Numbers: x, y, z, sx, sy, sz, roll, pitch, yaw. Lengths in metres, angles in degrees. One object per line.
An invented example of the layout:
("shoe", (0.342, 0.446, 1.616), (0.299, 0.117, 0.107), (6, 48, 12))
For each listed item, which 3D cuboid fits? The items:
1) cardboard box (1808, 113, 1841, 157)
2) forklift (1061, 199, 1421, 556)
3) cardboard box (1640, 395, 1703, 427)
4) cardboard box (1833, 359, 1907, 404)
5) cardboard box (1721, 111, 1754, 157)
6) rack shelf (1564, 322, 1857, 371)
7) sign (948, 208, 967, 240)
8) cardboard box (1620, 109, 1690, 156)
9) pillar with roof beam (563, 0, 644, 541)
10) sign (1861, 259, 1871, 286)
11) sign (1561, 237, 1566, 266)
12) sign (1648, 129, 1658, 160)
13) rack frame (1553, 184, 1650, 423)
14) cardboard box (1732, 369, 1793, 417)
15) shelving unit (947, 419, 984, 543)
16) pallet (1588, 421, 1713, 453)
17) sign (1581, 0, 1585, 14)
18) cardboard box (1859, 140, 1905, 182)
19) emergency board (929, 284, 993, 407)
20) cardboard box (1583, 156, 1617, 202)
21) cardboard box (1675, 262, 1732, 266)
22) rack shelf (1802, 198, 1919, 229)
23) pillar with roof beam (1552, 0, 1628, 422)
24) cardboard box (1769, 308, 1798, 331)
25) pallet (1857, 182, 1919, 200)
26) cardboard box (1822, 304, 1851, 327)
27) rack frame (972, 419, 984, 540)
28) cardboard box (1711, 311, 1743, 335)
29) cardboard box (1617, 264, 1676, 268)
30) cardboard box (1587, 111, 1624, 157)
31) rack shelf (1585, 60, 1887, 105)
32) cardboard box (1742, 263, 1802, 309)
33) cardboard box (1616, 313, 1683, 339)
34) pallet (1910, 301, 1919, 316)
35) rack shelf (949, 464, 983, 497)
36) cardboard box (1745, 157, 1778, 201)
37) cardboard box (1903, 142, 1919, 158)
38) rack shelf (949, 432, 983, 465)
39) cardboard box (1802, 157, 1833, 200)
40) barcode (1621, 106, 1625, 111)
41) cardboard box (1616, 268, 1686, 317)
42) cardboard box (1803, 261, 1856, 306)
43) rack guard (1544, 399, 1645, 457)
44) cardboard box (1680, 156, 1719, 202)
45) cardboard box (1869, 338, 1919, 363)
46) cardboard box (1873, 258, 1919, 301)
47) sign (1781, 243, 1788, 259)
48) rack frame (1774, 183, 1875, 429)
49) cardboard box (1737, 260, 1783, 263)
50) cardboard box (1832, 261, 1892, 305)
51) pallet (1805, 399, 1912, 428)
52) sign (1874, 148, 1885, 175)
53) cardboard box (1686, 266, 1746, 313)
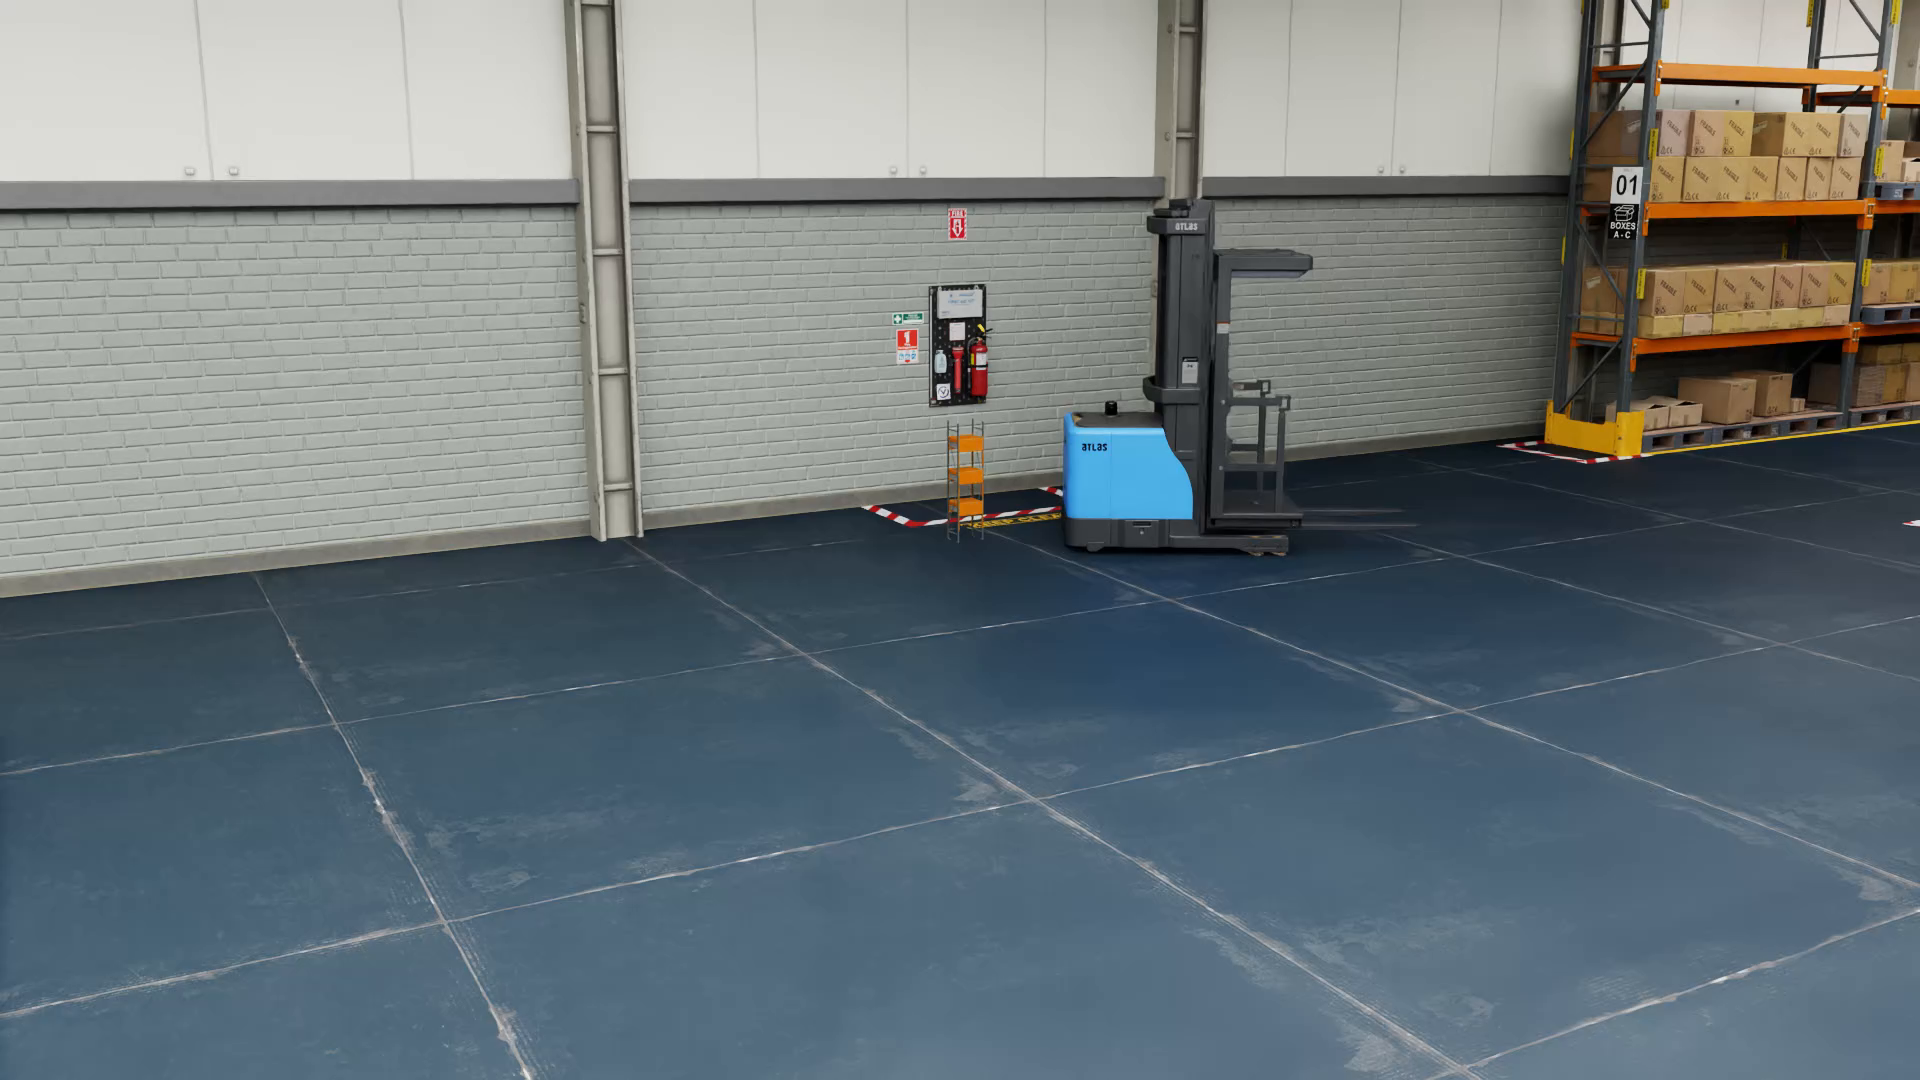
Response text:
("cardboard box", (10.006, -4.790, 19.677), (0.500, 0.500, 0.500), (-6, 14, -25))
("forklift", (2.416, -1.414, 14.215), (3.031, 2.935, 1.130), (0, 13, 1))
("cardboard box", (8.435, -1.542, 19.752), (0.500, 0.311, 0.500), (-6, 14, -23))
("cardboard box", (11.863, -2.085, 21.731), (0.500, 0.500, 0.700), (-7, 15, -29))
("cardboard box", (8.647, -4.627, 18.953), (0.500, 0.500, 0.500), (-6, 14, -26))
("rack shelf", (9.039, -2.383, 20.007), (4.000, 0.370, 1.077), (-7, 14, -28))
("sign", (-0.025, -3.030, 15.960), (0.199, 0.298, 0.001), (-7, 14, -28))
("cardboard box", (7.738, -4.527, 18.513), (0.500, 0.500, 0.500), (-8, 15, -32))
("pillar with roof beam", (-0.986, -3.599, 10.106), (0.400, 9.000, 9.100), (-7, 14, -28))
("sign", (11.062, -3.263, 20.306), (0.005, 0.325, 0.100), (-7, 14, -28))
("sign", (7.036, -3.352, 19.315), (0.005, 0.325, 0.100), (-7, 14, -28))
("sign", (7.544, -4.309, 18.103), (0.005, 0.325, 0.100), (-7, 14, -28))
("rack frame", (7.284, -2.524, 18.993), (0.127, 3.000, 1.000), (-7, 14, -28))
("cardboard box", (9.903, -1.823, 20.569), (0.500, 0.500, 0.500), (-8, 15, -32))
("shelving unit", (0.047, -0.518, 14.519), (0.252, 1.050, 0.215), (-7, 14, -28))
("pallet", (8.081, -1.250, 19.684), (1.213, 0.211, 1.003), (-7, 14, -28))
("sign", (7.036, -6.093, 18.699), (0.005, 0.325, 0.100), (-7, 14, -28))
("cardboard box", (11.313, -4.704, 20.663), (0.500, 0.500, 0.500), (-5, 13, -20))
("emergency board", (0.030, -1.881, 16.133), (0.643, 1.169, 0.194), (-7, 14, -28))
("cardboard box", (7.529, -4.139, 19.062), (0.500, 0.500, 0.500), (-6, 14, -24))
("cardboard box", (8.936, -3.076, 20.035), (0.500, 0.500, 0.500), (-7, 14, -27))
("rack shelf", (12.550, -4.268, 21.547), (4.000, 0.370, 1.077), (-7, 14, -28))
("pillar with roof beam", (9.547, -4.862, 15.715), (0.400, 9.000, 9.100), (-7, 14, -28))
("cardboard box", (9.649, -2.666, 19.922), (0.500, 0.250, 0.500), (-7, 14, -28))
("pallet", (11.388, -4.361, 20.751), (1.003, 0.211, 1.213), (-7, 14, -28))
("cardboard box", (10.524, -2.773, 20.396), (0.500, 0.250, 0.500), (-7, 14, -28))
("rack frame", (0.154, -0.531, 14.576), (0.008, 1.050, 0.200), (-7, 14, -28))
("cardboard box", (8.763, -2.561, 19.451), (0.500, 0.250, 0.500), (-7, 15, -29))
("cardboard box", (8.042, -2.968, 19.554), (0.500, 0.500, 0.500), (-7, 14, -27))
("cardboard box", (7.537, -4.629, 18.966), (0.500, 0.500, 0.500), (-6, 14, -25))
("rack shelf", (9.039, -5.309, 19.348), (4.000, 0.370, 1.077), (-7, 14, -28))
("cardboard box", (9.646, -3.033, 19.844), (0.500, 0.500, 0.500), (-7, 15, -29))
("cardboard box", (7.864, -2.451, 18.963), (0.500, 0.250, 0.500), (-7, 15, -29))
("pallet", (12.588, -3.056, 21.793), (1.213, 0.211, 1.003), (-7, 14, -28))
("rack shelf", (0.047, -0.507, 14.521), (0.240, 0.259, 0.215), (-7, 14, -28))
("cardboard box", (9.100, -4.198, 19.328), (0.500, 0.500, 0.500), (-6, 14, -24))
("cardboard box", (12.396, -4.834, 21.240), (0.500, 0.500, 0.500), (-7, 15, -30))
("rack shelf", (0.047, -0.784, 14.459), (0.240, 0.259, 0.215), (-7, 14, -28))
("cardboard box", (10.020, -4.315, 19.847), (0.500, 0.500, 0.500), (-8, 15, -33))
("barcode", (7.668, -4.988, 19.237), (0.075, 0.075, 0.001), (-7, 14, -28))
("cardboard box", (7.847, -2.819, 18.890), (0.500, 0.500, 0.500), (-7, 14, -28))
("cardboard box", (10.528, -3.138, 20.309), (0.500, 0.500, 0.500), (-7, 14, -28))
("rack guard", (7.351, -1.313, 19.303), (0.348, 0.500, 1.175), (-7, 14, -28))
("cardboard box", (8.186, -4.083, 18.813), (0.500, 0.500, 0.500), (-6, 14, -24))
("cardboard box", (12.273, -2.489, 21.820), (0.500, 0.250, 0.500), (-7, 15, -29))
("cardboard box", (12.315, -3.388, 21.602), (0.500, 0.500, 0.700), (-5, 14, -20))
("sign", (10.526, -3.616, 21.209), (0.005, 0.325, 0.100), (-7, 14, -28))
("rack frame", (10.795, -2.945, 20.862), (0.127, 3.000, 1.000), (-7, 14, -28))
("cardboard box", (9.826, -3.184, 20.515), (0.500, 0.500, 0.500), (-7, 14, -28))
("cardboard box", (11.258, -3.255, 21.012), (0.500, 0.500, 0.700), (-7, 14, -28))
("pallet", (11.478, -1.667, 21.534), (1.213, 0.211, 1.003), (-7, 14, -28))
("sign", (11.062, -4.557, 20.015), (0.005, 0.325, 0.100), (-7, 14, -28))
("cardboard box", (8.742, -2.922, 19.349), (0.500, 0.500, 0.500), (-7, 15, -30))
